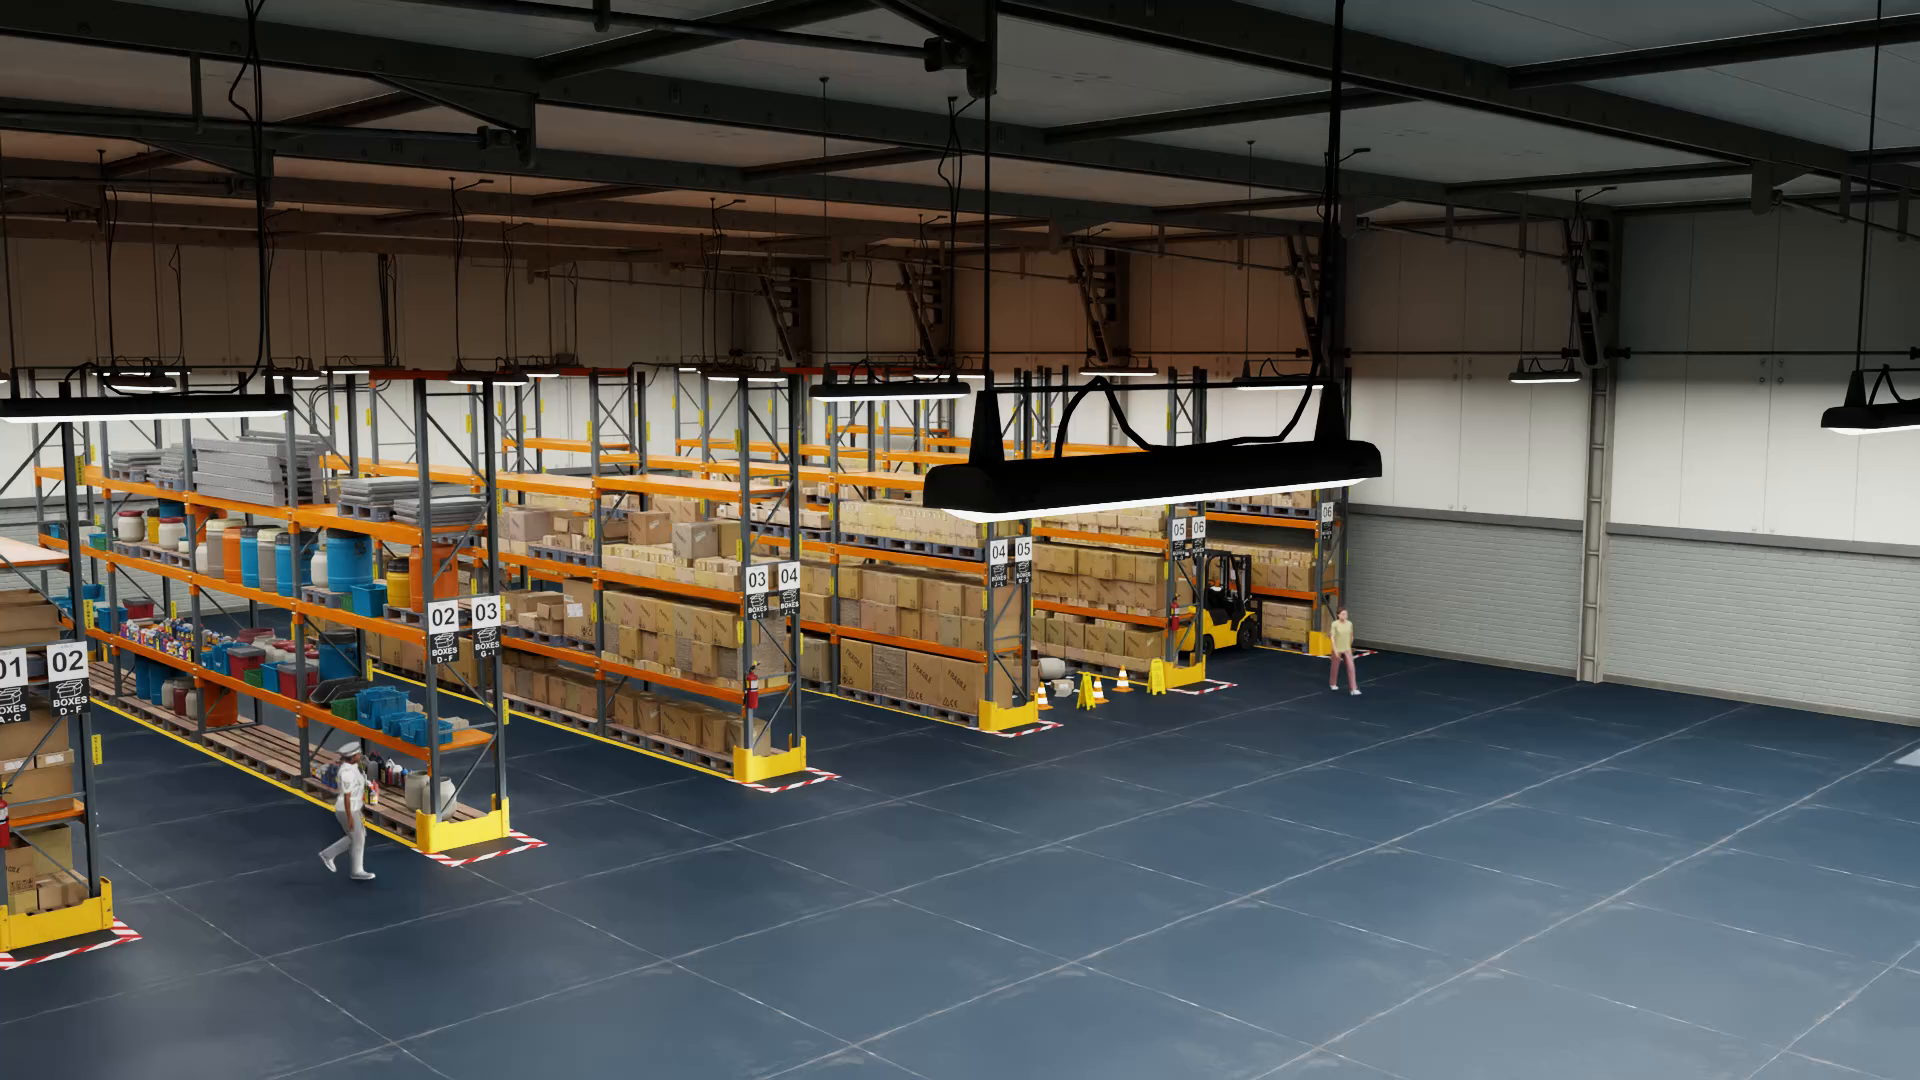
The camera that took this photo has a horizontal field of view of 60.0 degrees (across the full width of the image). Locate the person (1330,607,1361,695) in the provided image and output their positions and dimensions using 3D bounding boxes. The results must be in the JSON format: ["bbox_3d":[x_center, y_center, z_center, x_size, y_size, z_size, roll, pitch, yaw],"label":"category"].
[{"bbox_3d":[7.099,2.042,30.768,0.497,1.610,1.030,0,6,2],"label":"person"}]

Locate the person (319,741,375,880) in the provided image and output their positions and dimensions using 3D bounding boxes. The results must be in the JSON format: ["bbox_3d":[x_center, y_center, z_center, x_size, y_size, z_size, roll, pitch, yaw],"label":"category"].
[{"bbox_3d":[-7.381,3.244,19.933,0.679,1.659,0.445,-1,6,-5],"label":"person"}]
